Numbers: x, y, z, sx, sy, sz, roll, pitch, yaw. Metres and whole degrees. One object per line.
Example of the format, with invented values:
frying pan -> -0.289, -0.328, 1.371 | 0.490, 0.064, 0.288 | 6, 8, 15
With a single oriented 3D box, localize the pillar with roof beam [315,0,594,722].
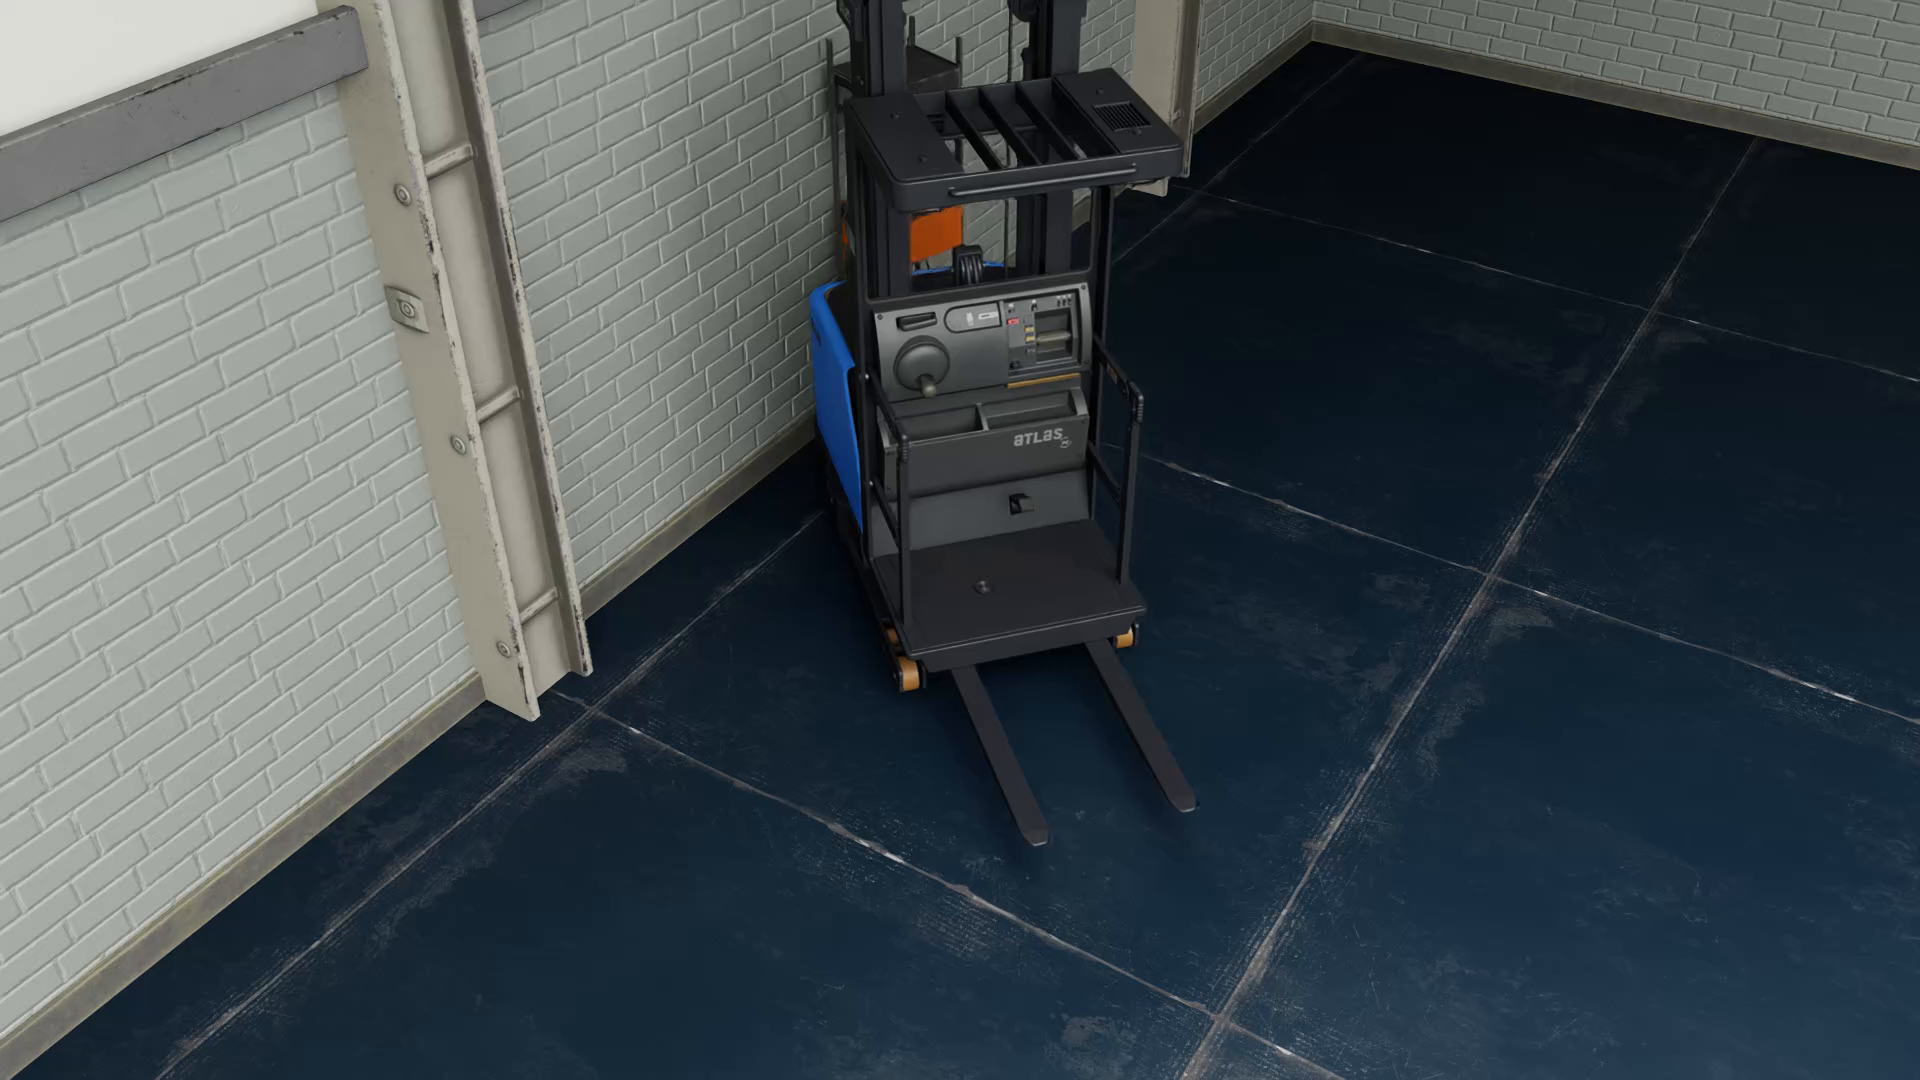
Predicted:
pillar with roof beam -> 1.765, -1.523, 2.794 | 9.100, 9.000, 0.400 | 21, 42, 25

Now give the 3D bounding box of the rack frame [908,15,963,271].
rack frame -> -0.115, -1.602, 8.542 | 0.015, 2.100, 0.400 | -26, 44, -30

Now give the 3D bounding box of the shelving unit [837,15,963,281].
shelving unit -> -0.300, -1.512, 8.423 | 0.492, 2.100, 0.431 | -26, 44, -30

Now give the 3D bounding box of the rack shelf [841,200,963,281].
rack shelf -> -0.304, -1.499, 8.428 | 0.480, 0.518, 0.431 | -26, 44, -30

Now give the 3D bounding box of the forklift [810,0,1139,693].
forklift -> 0.166, -0.766, 6.782 | 1.130, 2.935, 3.031 | -10, 39, -13

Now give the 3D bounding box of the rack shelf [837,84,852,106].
rack shelf -> -0.307, -2.140, 7.949 | 0.442, 0.100, 0.332 | -26, 44, -30
